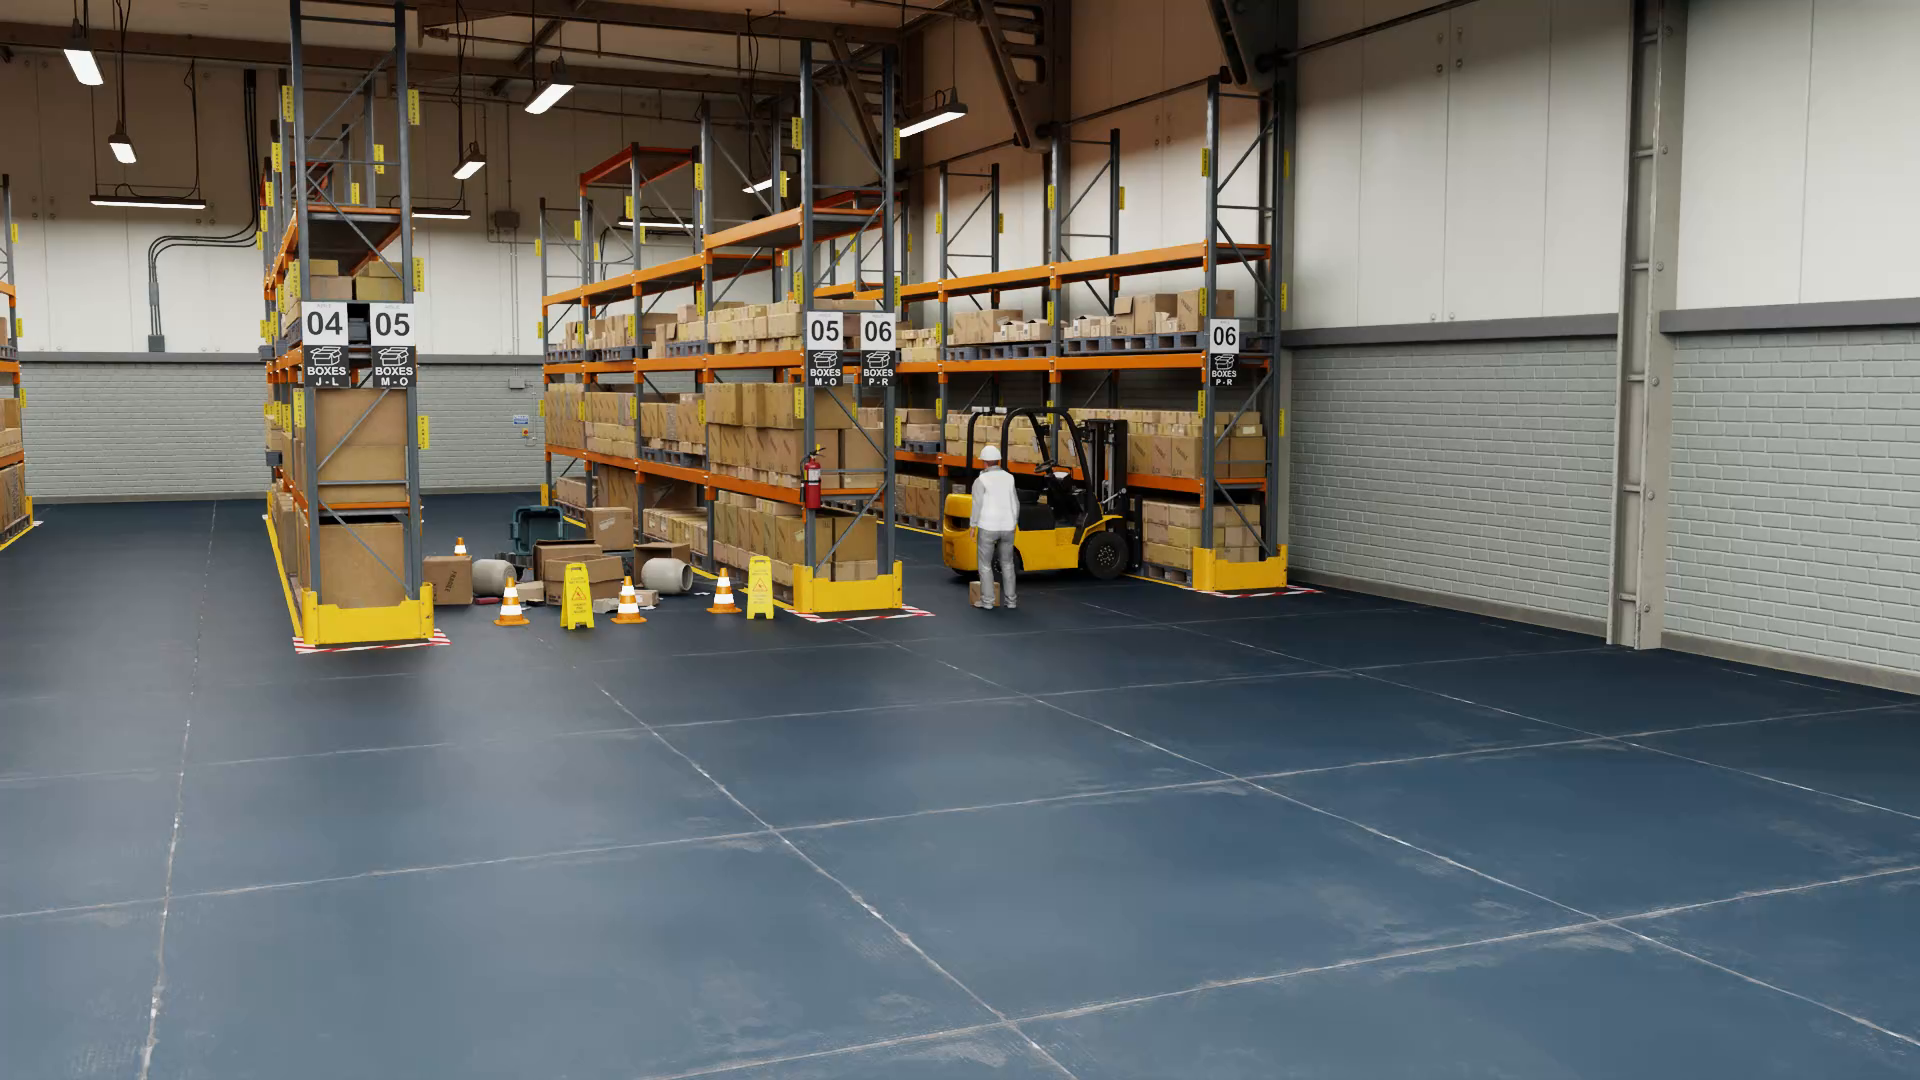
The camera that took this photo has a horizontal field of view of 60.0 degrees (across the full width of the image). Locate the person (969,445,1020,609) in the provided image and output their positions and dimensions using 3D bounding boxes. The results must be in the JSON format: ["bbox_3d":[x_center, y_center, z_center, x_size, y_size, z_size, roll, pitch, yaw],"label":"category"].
[{"bbox_3d":[0.374,-0.140,18.099,0.593,1.773,0.467,-3,6,-27],"label":"person"}]
